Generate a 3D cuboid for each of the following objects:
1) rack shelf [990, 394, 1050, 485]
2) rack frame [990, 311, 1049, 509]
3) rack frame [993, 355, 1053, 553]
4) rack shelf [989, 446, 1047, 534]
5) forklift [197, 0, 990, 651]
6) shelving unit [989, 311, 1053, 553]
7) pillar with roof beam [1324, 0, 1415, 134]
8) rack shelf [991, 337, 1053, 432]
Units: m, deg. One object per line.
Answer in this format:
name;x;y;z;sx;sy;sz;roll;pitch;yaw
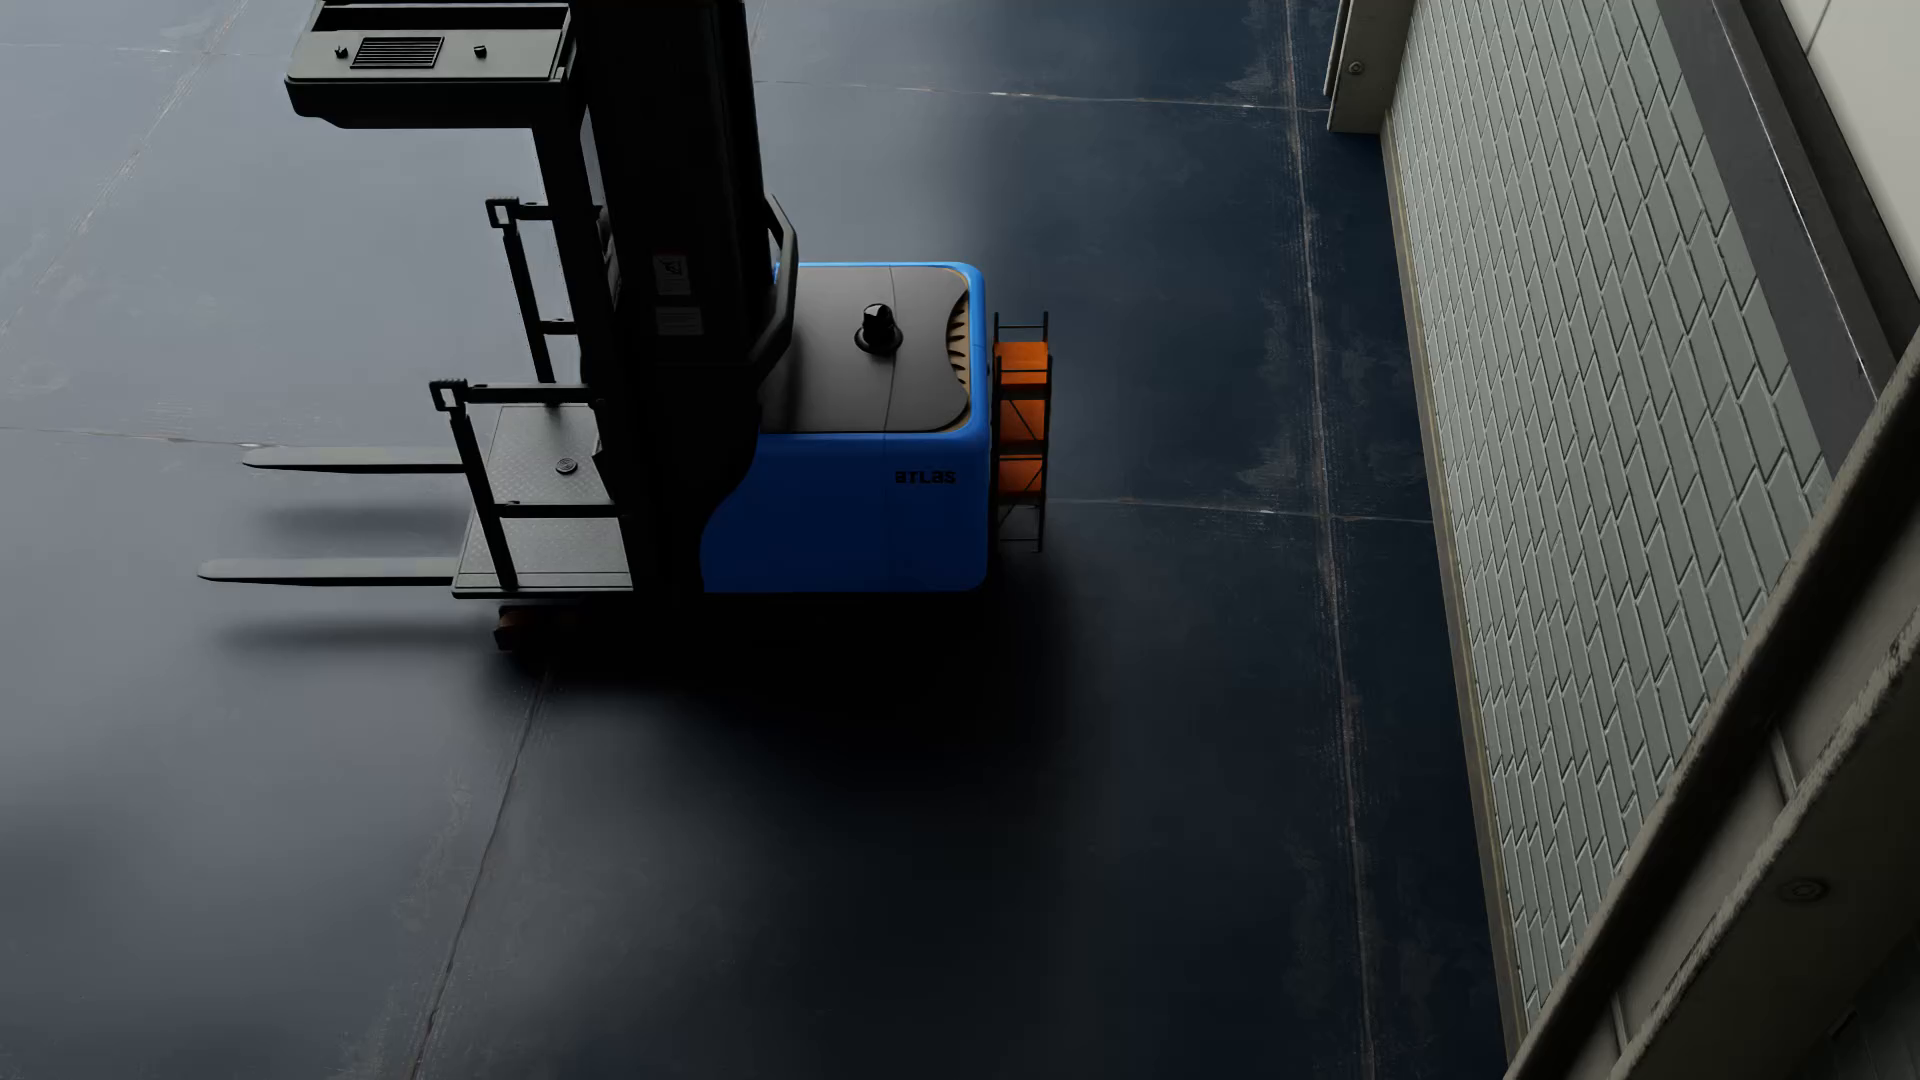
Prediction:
rack shelf;0.229;-0.389;6.435;0.215;0.259;0.240;-1;48;-1
rack frame;0.227;-0.486;6.509;0.200;1.050;0.008;-1;48;-1
rack frame;0.232;-0.306;6.344;0.200;1.050;0.008;-1;48;-1
rack shelf;0.229;-0.201;6.640;0.215;0.259;0.240;-1;48;-1
forklift;-1.405;-0.957;5.665;3.031;2.935;1.130;0;48;0
shelving unit;0.229;-0.396;6.427;0.215;1.050;0.252;-1;48;-1
pillar with roof beam;-2.182;-5.611;5.810;9.100;9.000;0.400;4;48;4
rack shelf;0.229;-0.580;6.225;0.215;0.259;0.240;-1;48;-1
